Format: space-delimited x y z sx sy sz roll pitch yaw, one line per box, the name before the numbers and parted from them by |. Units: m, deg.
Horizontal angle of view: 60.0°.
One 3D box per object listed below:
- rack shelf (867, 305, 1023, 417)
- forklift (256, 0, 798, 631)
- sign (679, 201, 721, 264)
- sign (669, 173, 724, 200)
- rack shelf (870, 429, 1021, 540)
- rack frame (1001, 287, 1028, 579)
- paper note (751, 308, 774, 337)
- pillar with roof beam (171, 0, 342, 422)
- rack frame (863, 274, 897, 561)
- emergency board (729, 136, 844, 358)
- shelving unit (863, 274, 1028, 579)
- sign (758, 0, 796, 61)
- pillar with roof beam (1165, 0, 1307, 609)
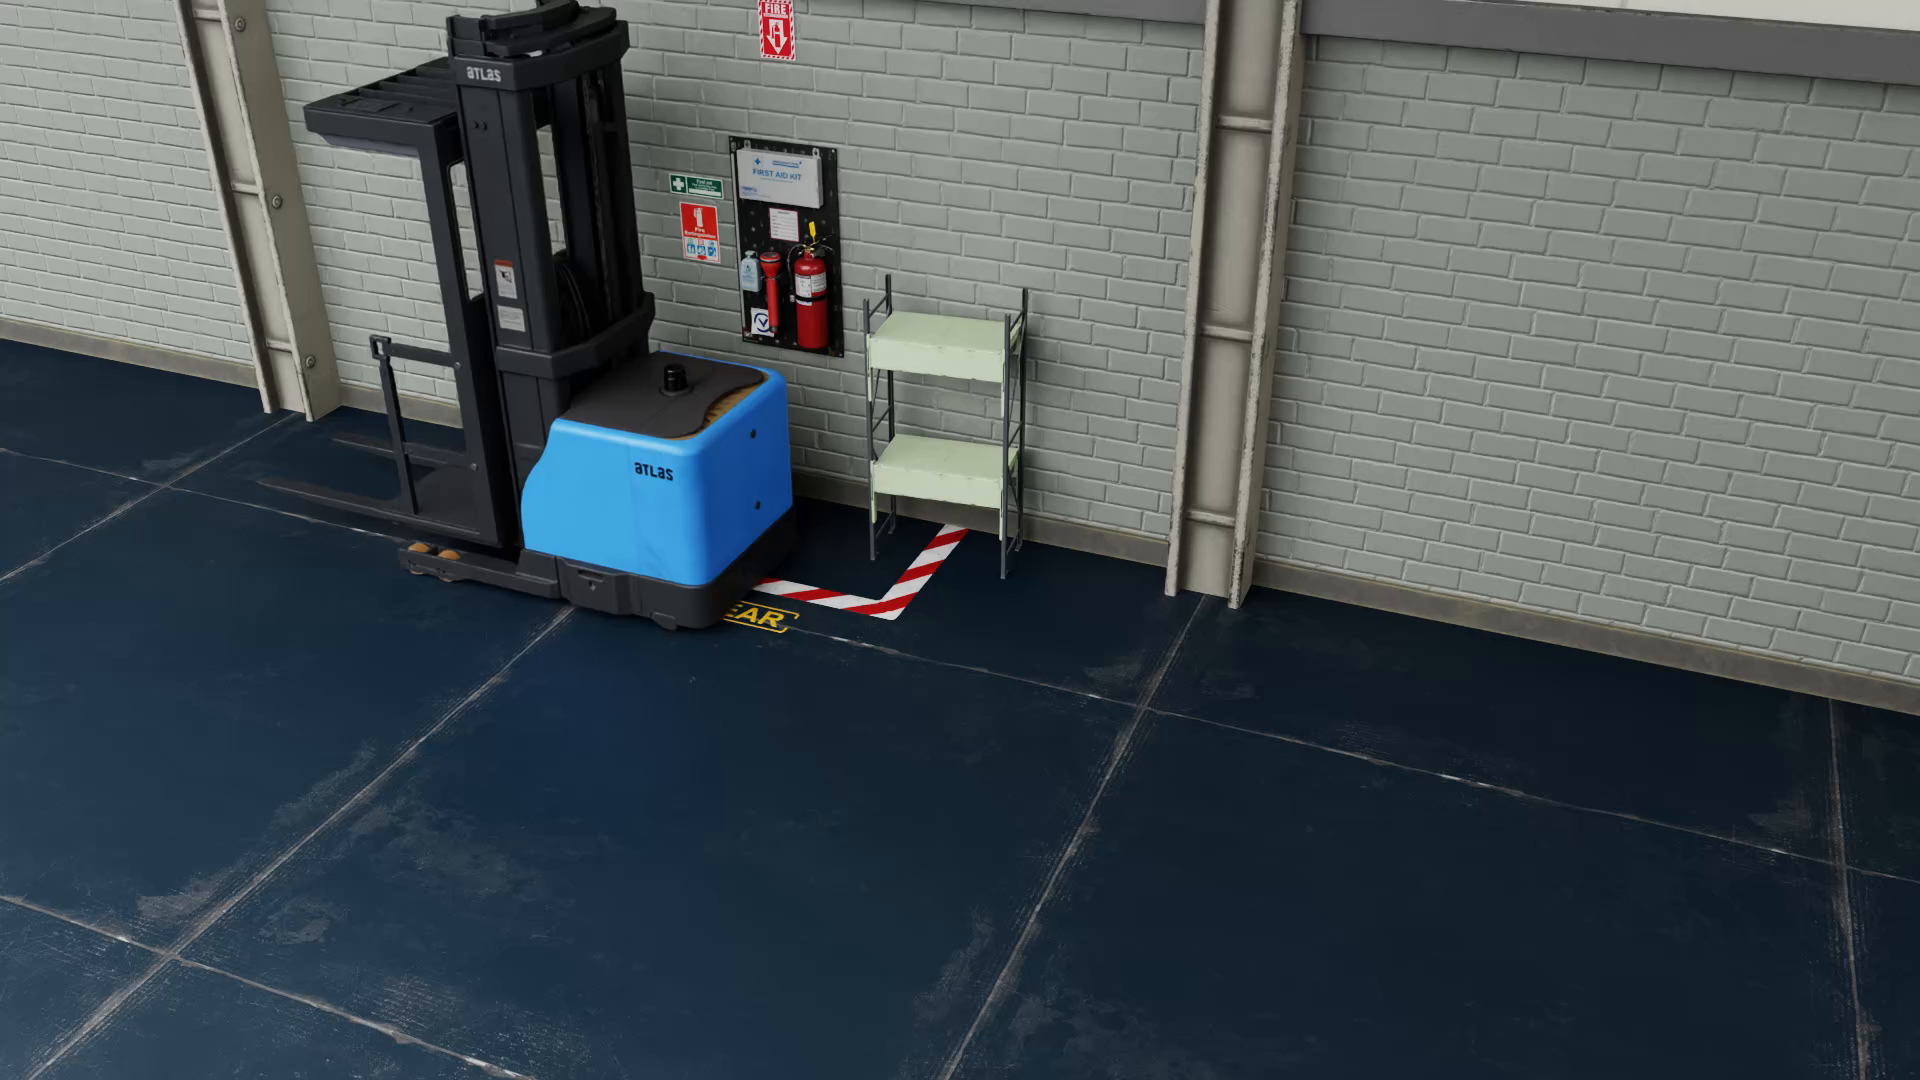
rack shelf | -0.070 -0.927 8.573 0.720 0.370 0.431 8 30 14
forklift | -2.452 -1.279 8.534 3.031 2.935 1.130 12 31 20
sign | -1.432 -1.693 9.161 0.234 0.329 0.001 11 31 19
sign | -1.431 -1.919 9.022 0.331 0.109 0.001 11 31 19
rack shelf | -0.070 -0.304 8.926 0.720 0.370 0.431 8 30 14
rack frame | 0.283 -0.539 8.679 0.023 1.500 0.400 8 30 14
paper note | -1.097 -1.209 9.236 0.142 0.148 0.016 11 31 19
pillar with roof beam | -5.861 -2.813 5.081 0.400 9.000 9.100 11 31 19
rack frame | -0.422 -0.636 8.851 0.023 1.500 0.400 8 30 14
emergency board | -0.958 -1.529 8.906 0.643 1.169 0.194 11 31 19
shelving unit | -0.070 -0.587 8.765 0.755 1.500 0.431 8 30 14
sign | -0.928 -2.585 8.419 0.199 0.298 0.001 11 31 19
pillar with roof beam | -0.301 -1.703 3.117 0.400 9.000 9.100 11 31 19
